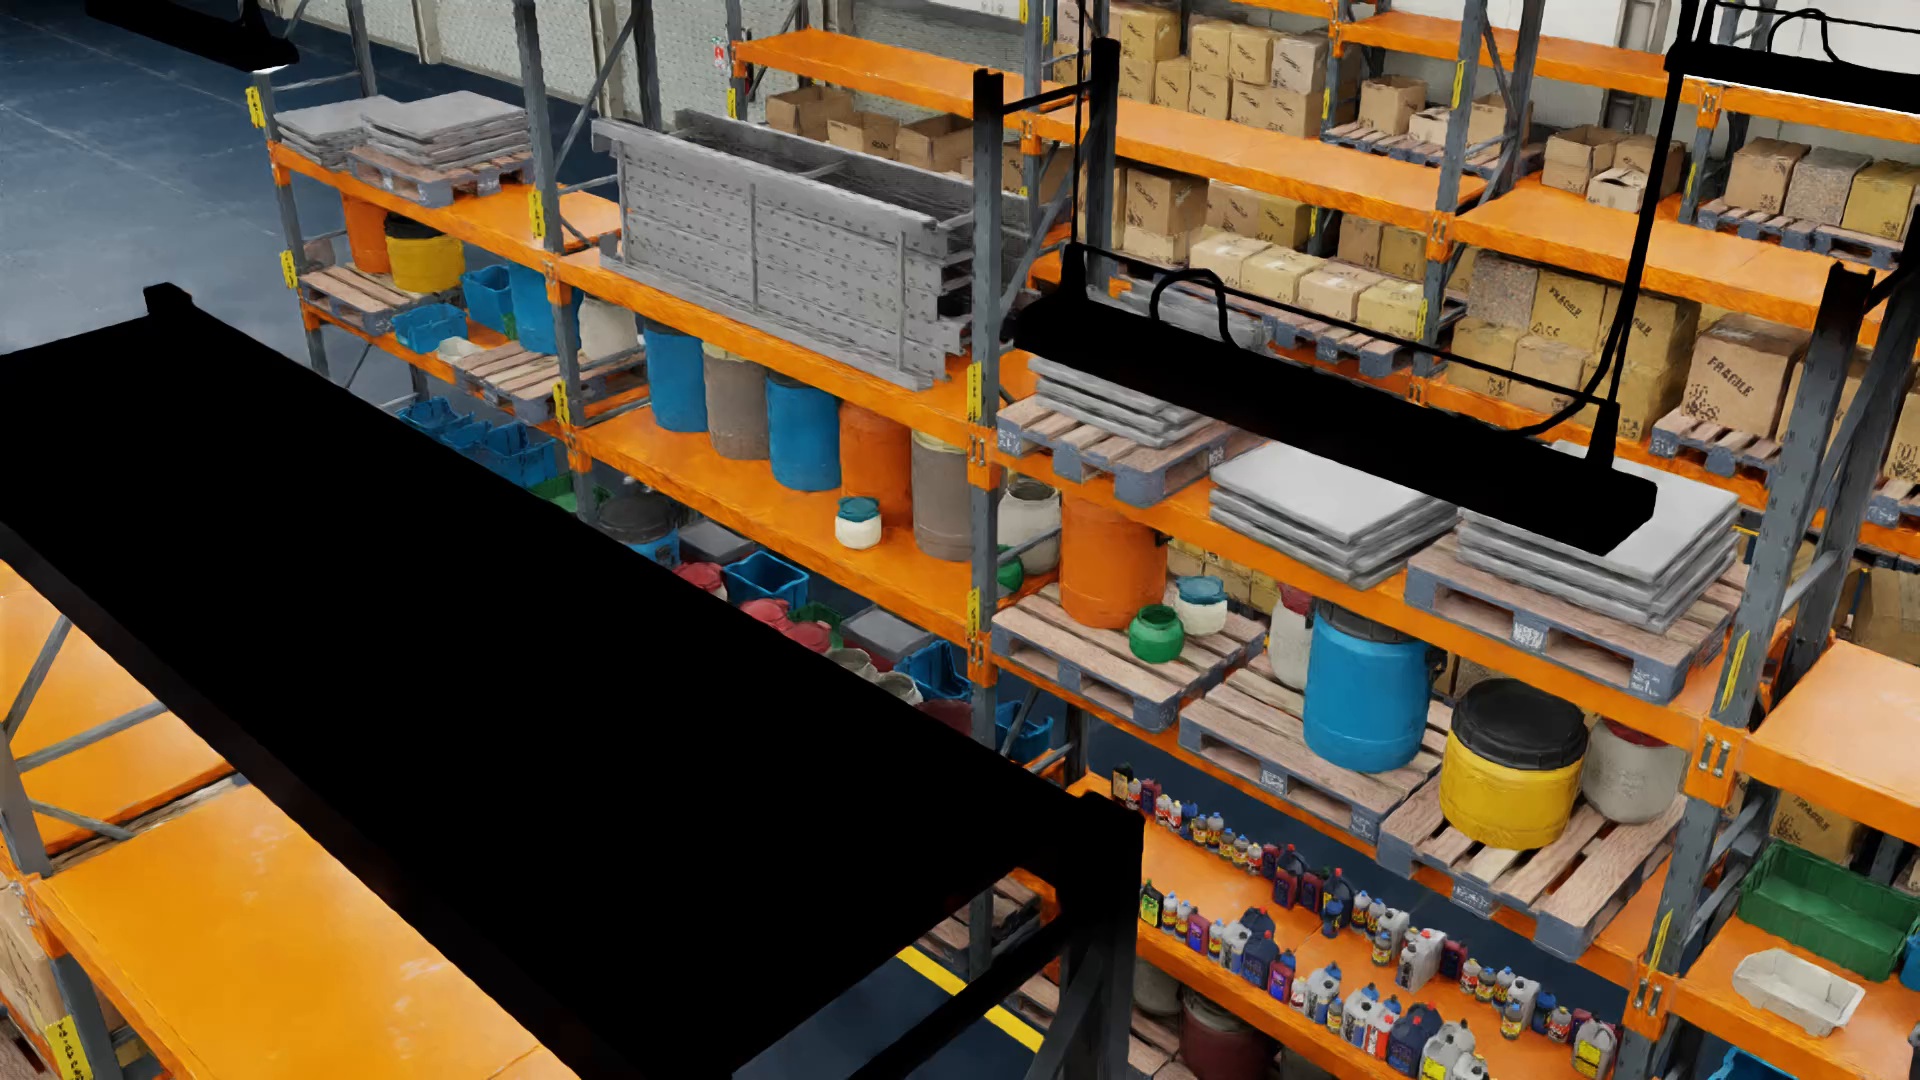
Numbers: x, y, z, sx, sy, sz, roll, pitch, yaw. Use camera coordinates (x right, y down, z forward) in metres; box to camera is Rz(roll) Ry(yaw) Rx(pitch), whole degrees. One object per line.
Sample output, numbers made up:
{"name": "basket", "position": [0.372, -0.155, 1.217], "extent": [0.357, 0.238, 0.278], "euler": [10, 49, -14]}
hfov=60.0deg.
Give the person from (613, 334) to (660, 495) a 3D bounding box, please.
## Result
{"name": "person", "position": [-3.206, -1.227, 16.618], "extent": [0.607, 1.762, 0.437], "euler": [7, 30, 11]}
